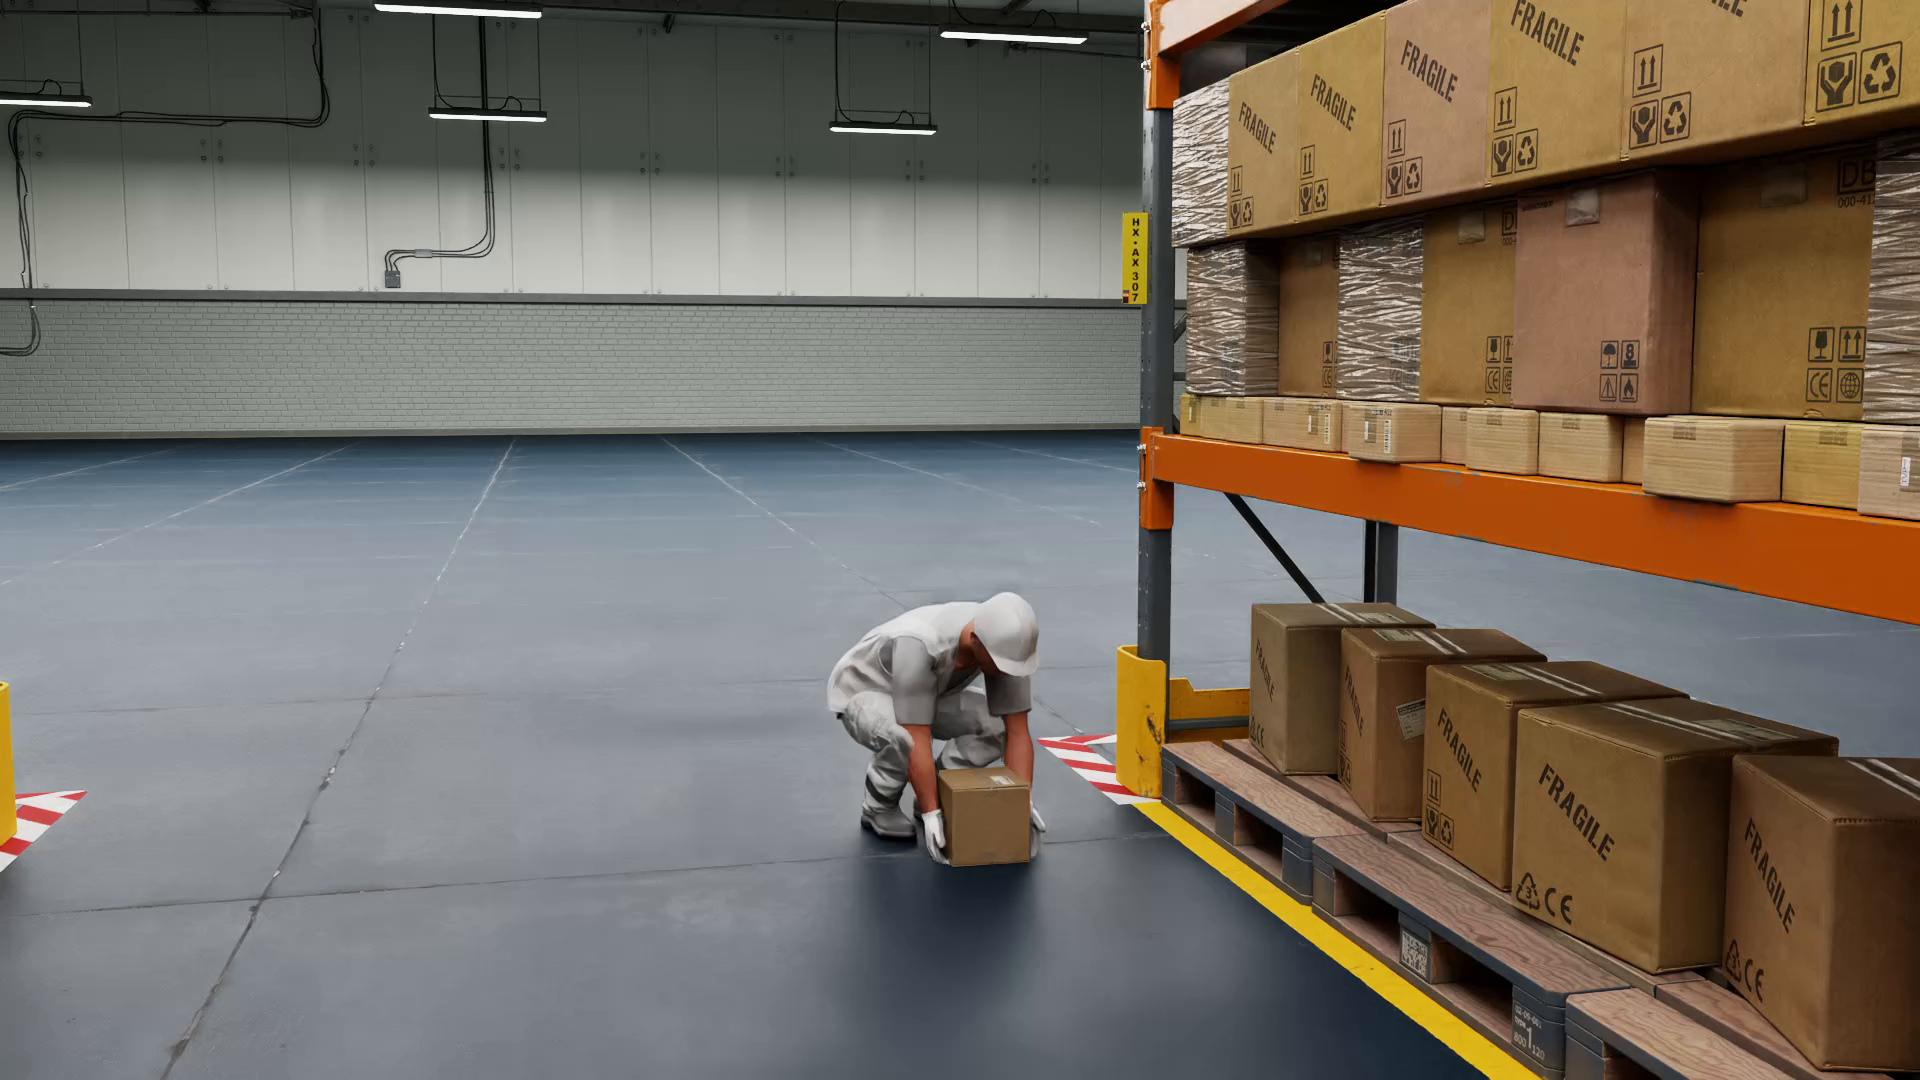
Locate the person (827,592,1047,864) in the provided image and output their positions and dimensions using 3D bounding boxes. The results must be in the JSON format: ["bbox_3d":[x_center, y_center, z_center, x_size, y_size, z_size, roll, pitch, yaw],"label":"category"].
[{"bbox_3d":[-0.076,0.580,5.493,0.549,0.890,0.891,-4,7,-33],"label":"person"}]
